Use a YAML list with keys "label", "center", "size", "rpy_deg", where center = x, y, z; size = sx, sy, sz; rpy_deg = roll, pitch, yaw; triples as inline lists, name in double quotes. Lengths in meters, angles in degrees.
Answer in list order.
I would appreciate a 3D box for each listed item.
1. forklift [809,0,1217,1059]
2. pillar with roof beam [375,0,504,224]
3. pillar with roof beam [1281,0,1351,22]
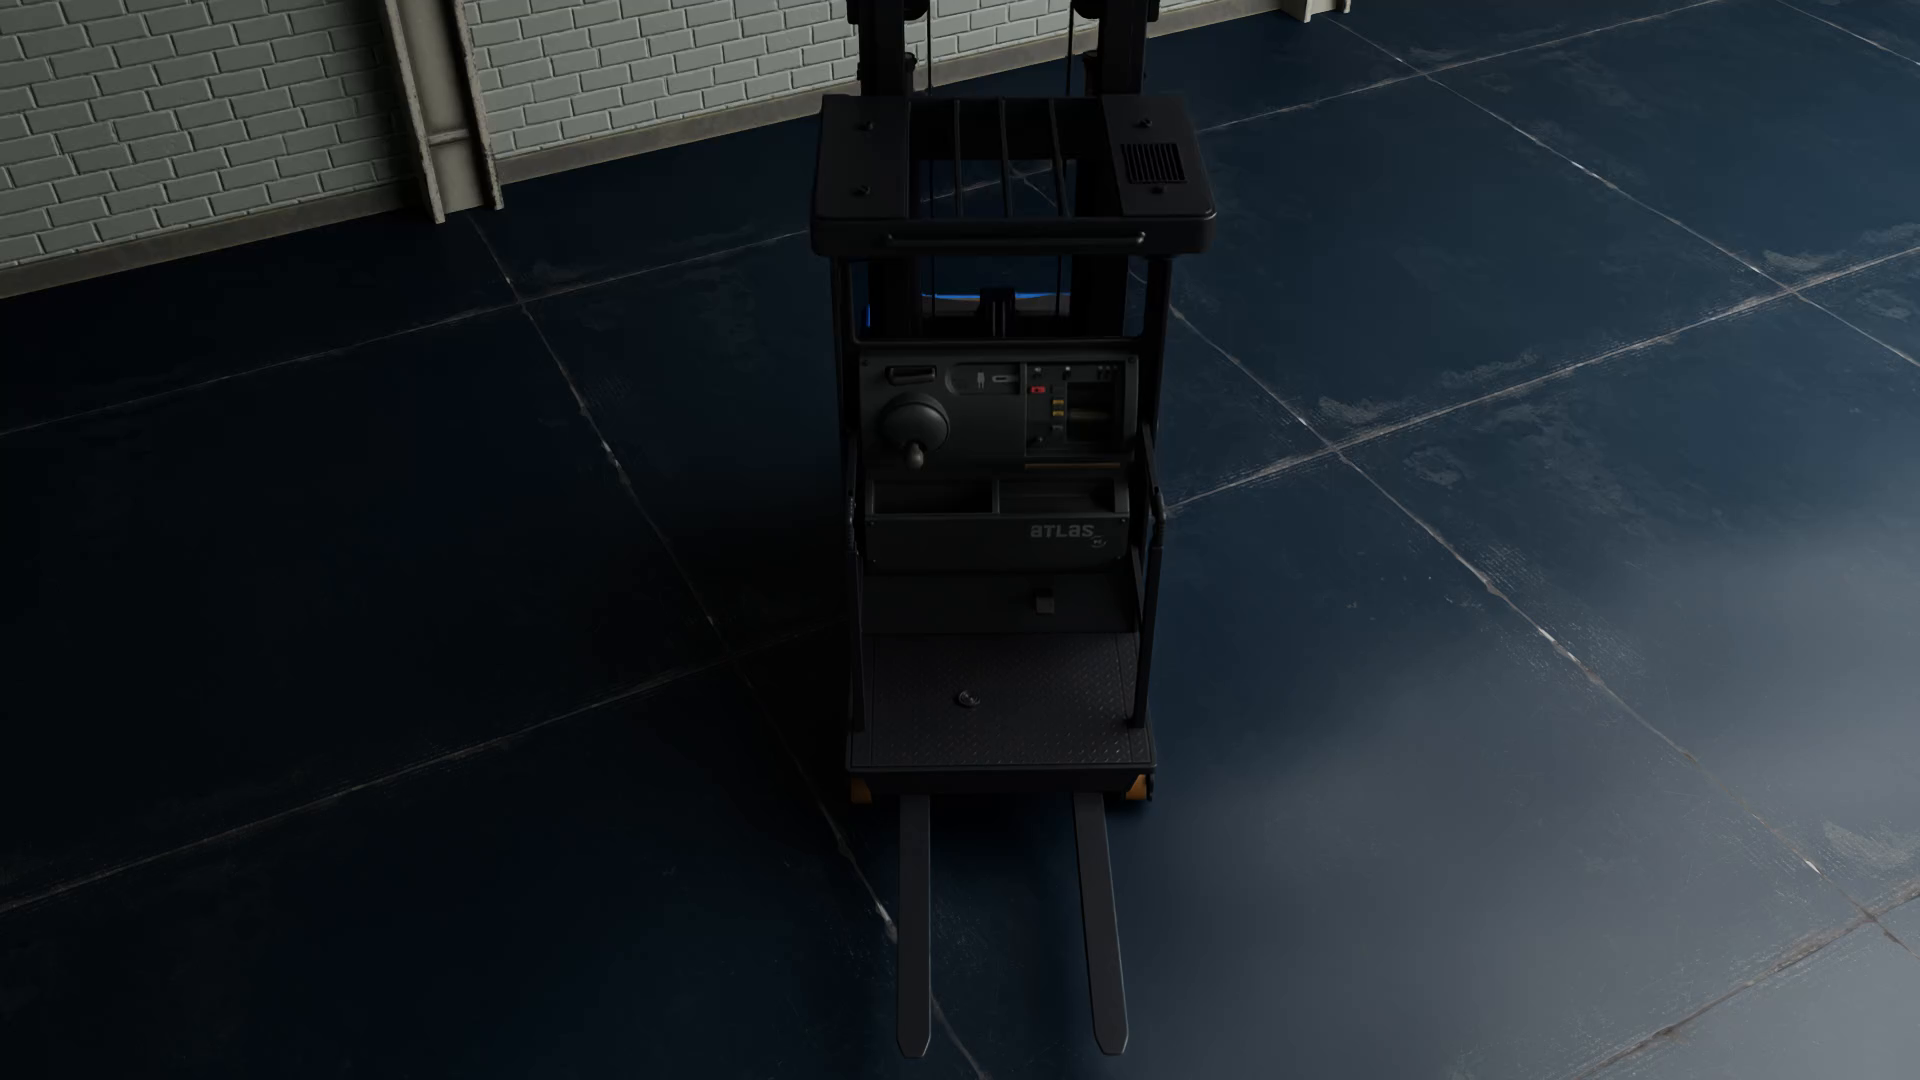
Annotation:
- label: "forklift"
  center: [0.135, -0.359, 5.405]
  size: [1.130, 2.935, 3.031]
  rpy_deg: [-1, 40, -1]
- label: "pillar with roof beam"
  center: [-0.857, -2.892, 3.701]
  size: [0.400, 9.000, 9.100]
  rpy_deg: [-19, 44, -21]
- label: "pillar with roof beam"
  center: [4.464, -4.682, 5.816]
  size: [0.400, 9.000, 9.100]
  rpy_deg: [-19, 44, -21]
